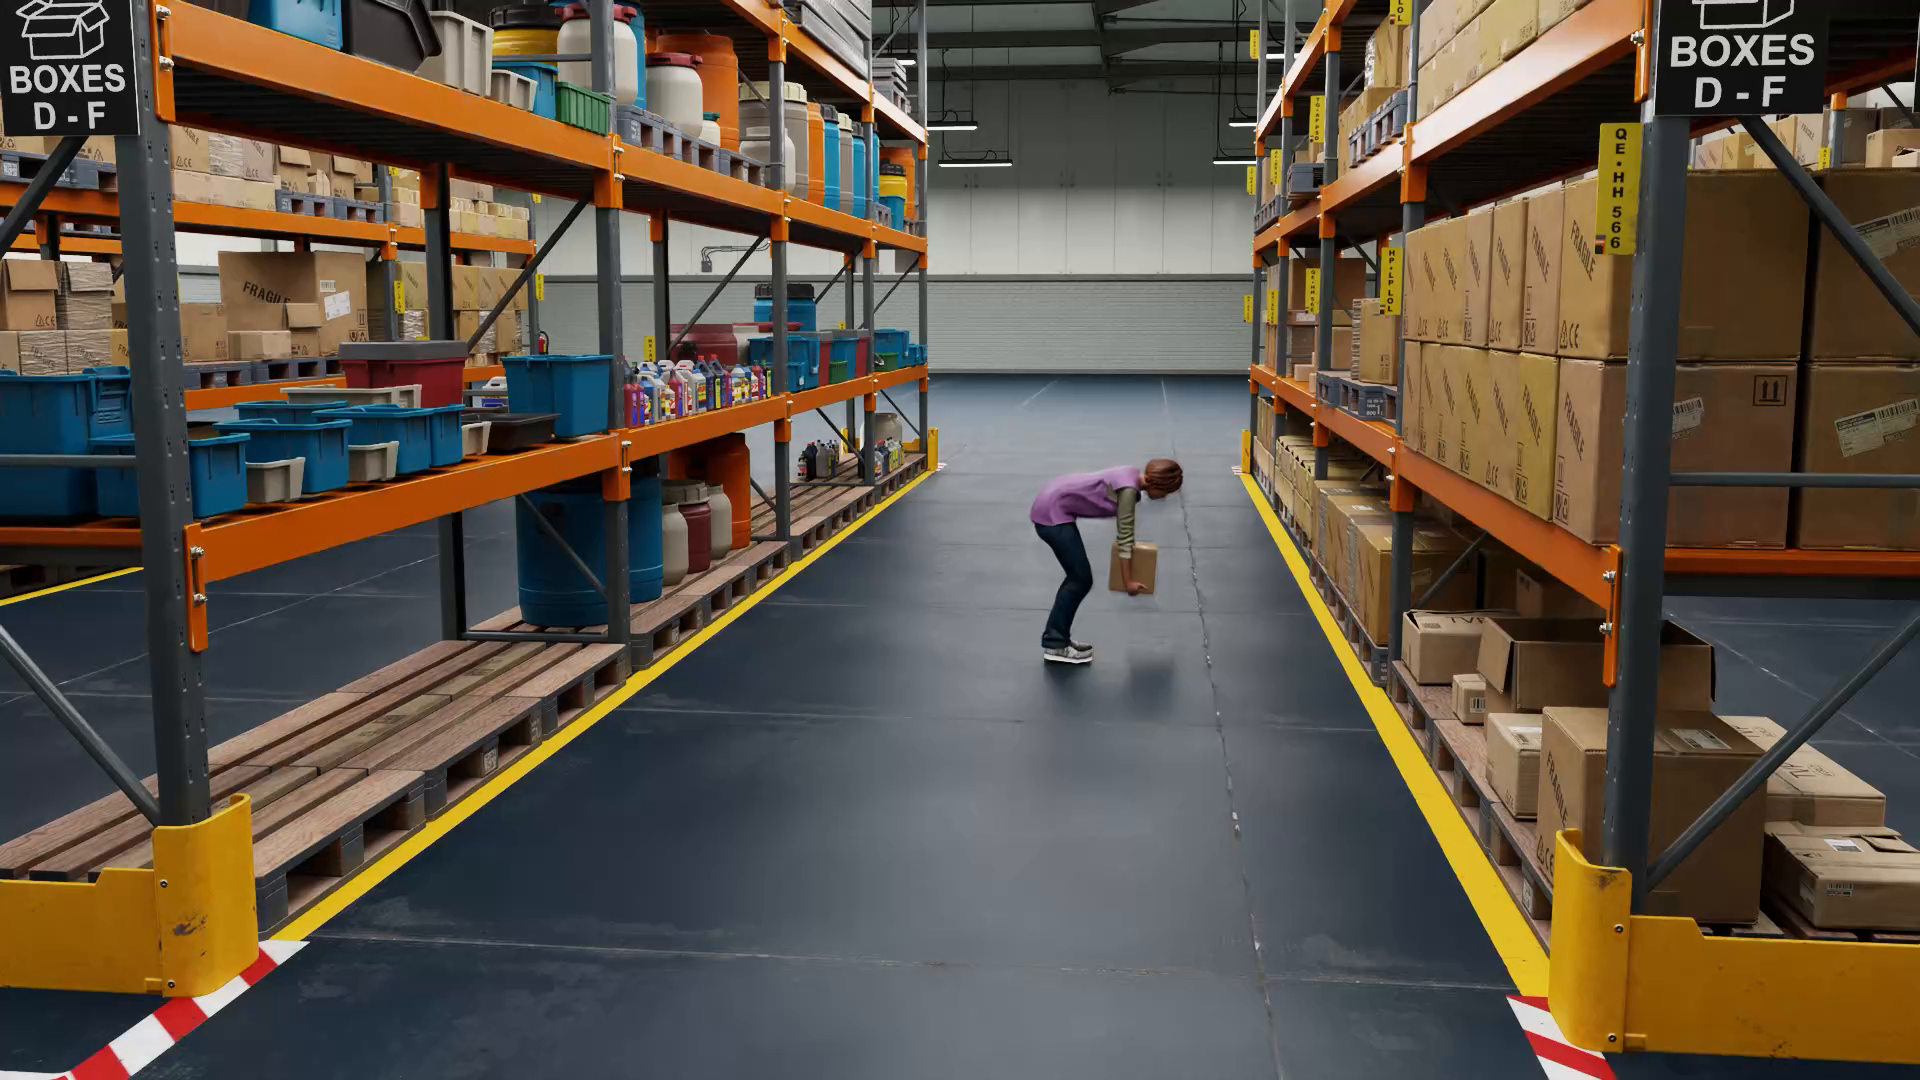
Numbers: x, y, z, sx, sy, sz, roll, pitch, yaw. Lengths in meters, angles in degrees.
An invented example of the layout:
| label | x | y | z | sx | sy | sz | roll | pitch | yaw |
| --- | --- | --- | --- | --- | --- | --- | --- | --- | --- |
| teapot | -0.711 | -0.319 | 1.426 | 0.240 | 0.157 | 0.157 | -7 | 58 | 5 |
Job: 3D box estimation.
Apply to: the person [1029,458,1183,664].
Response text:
| label | x | y | z | sx | sy | sz | roll | pitch | yaw |
| --- | --- | --- | --- | --- | --- | --- | --- | --- | --- |
| person | 0.807 | 0.109 | 9.259 | 0.848 | 1.136 | 0.385 | 1 | 8 | 5 |
